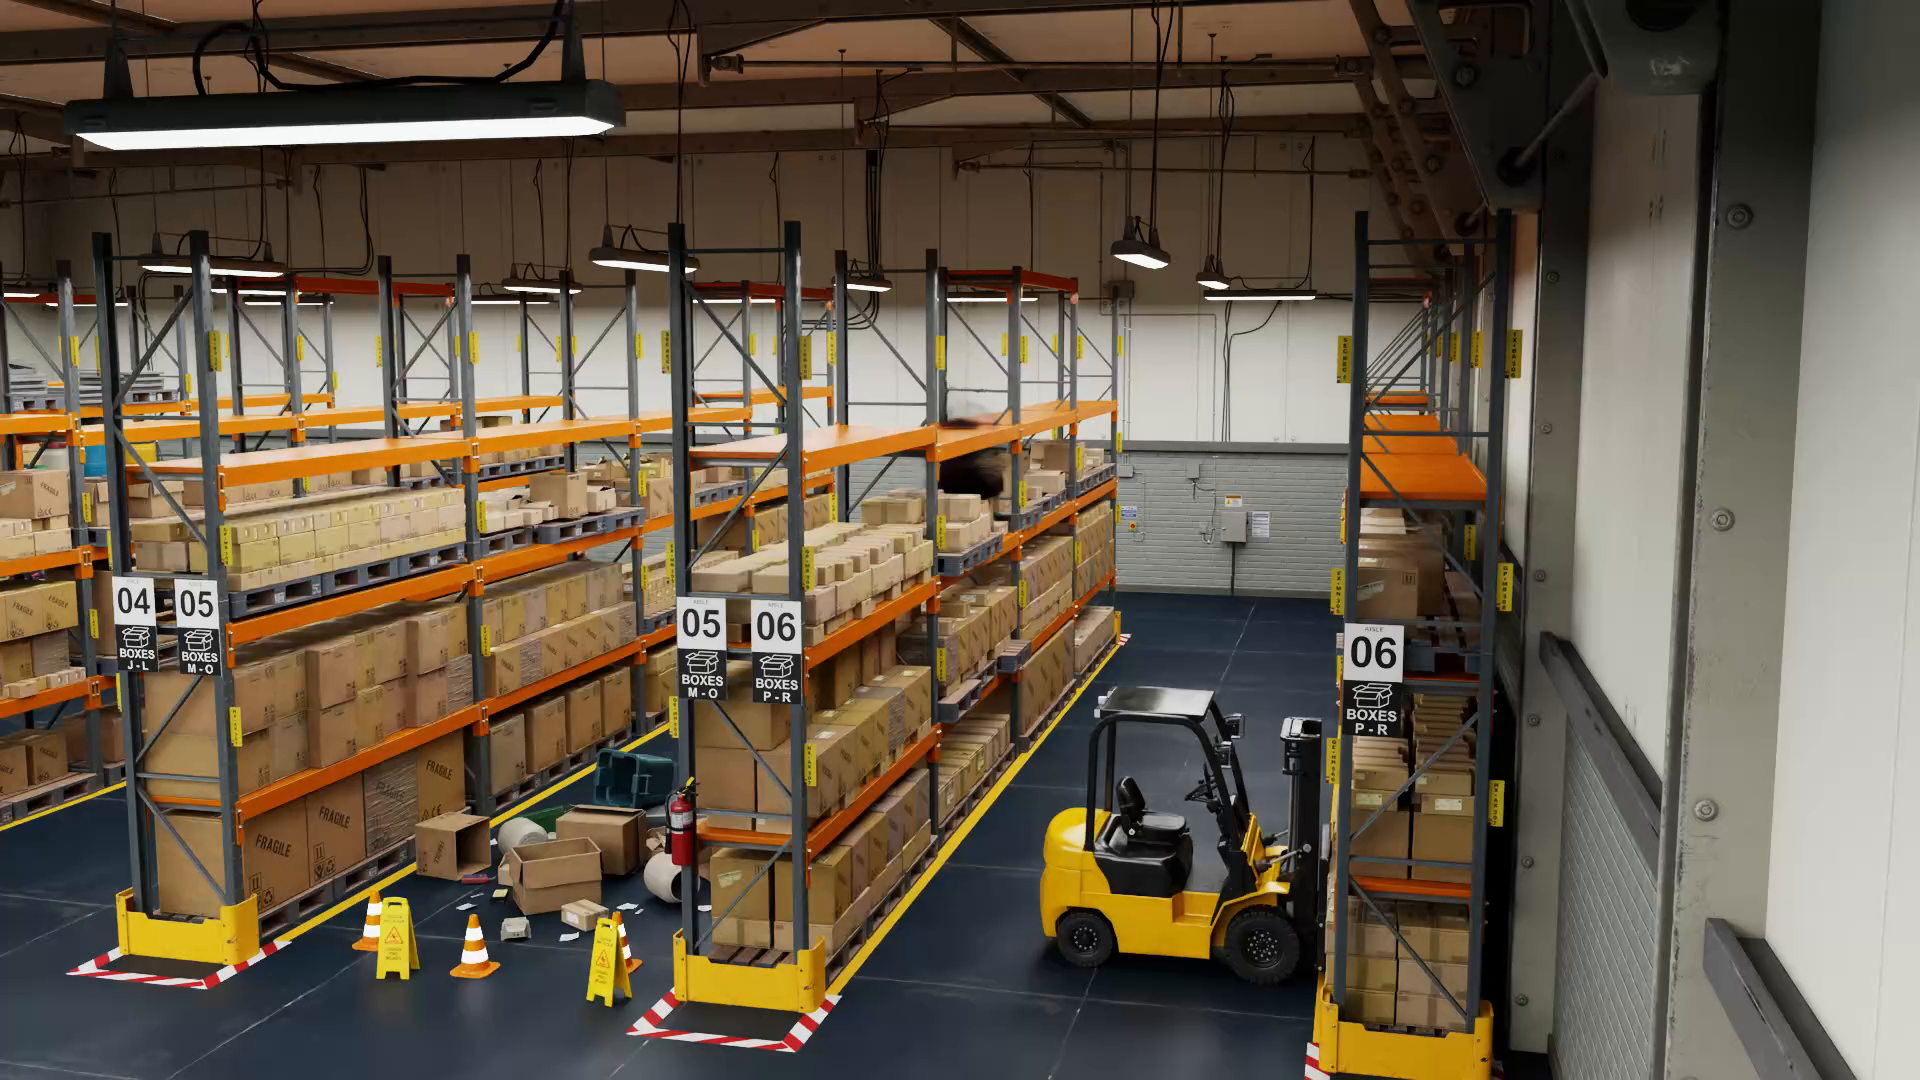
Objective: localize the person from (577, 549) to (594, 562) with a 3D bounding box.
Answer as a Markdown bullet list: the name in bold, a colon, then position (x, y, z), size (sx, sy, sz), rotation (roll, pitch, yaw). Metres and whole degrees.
- **person**: position (-6.361, 0.907, 28.036), size (0.660, 1.694, 0.782), rotation (2, 7, 15)
